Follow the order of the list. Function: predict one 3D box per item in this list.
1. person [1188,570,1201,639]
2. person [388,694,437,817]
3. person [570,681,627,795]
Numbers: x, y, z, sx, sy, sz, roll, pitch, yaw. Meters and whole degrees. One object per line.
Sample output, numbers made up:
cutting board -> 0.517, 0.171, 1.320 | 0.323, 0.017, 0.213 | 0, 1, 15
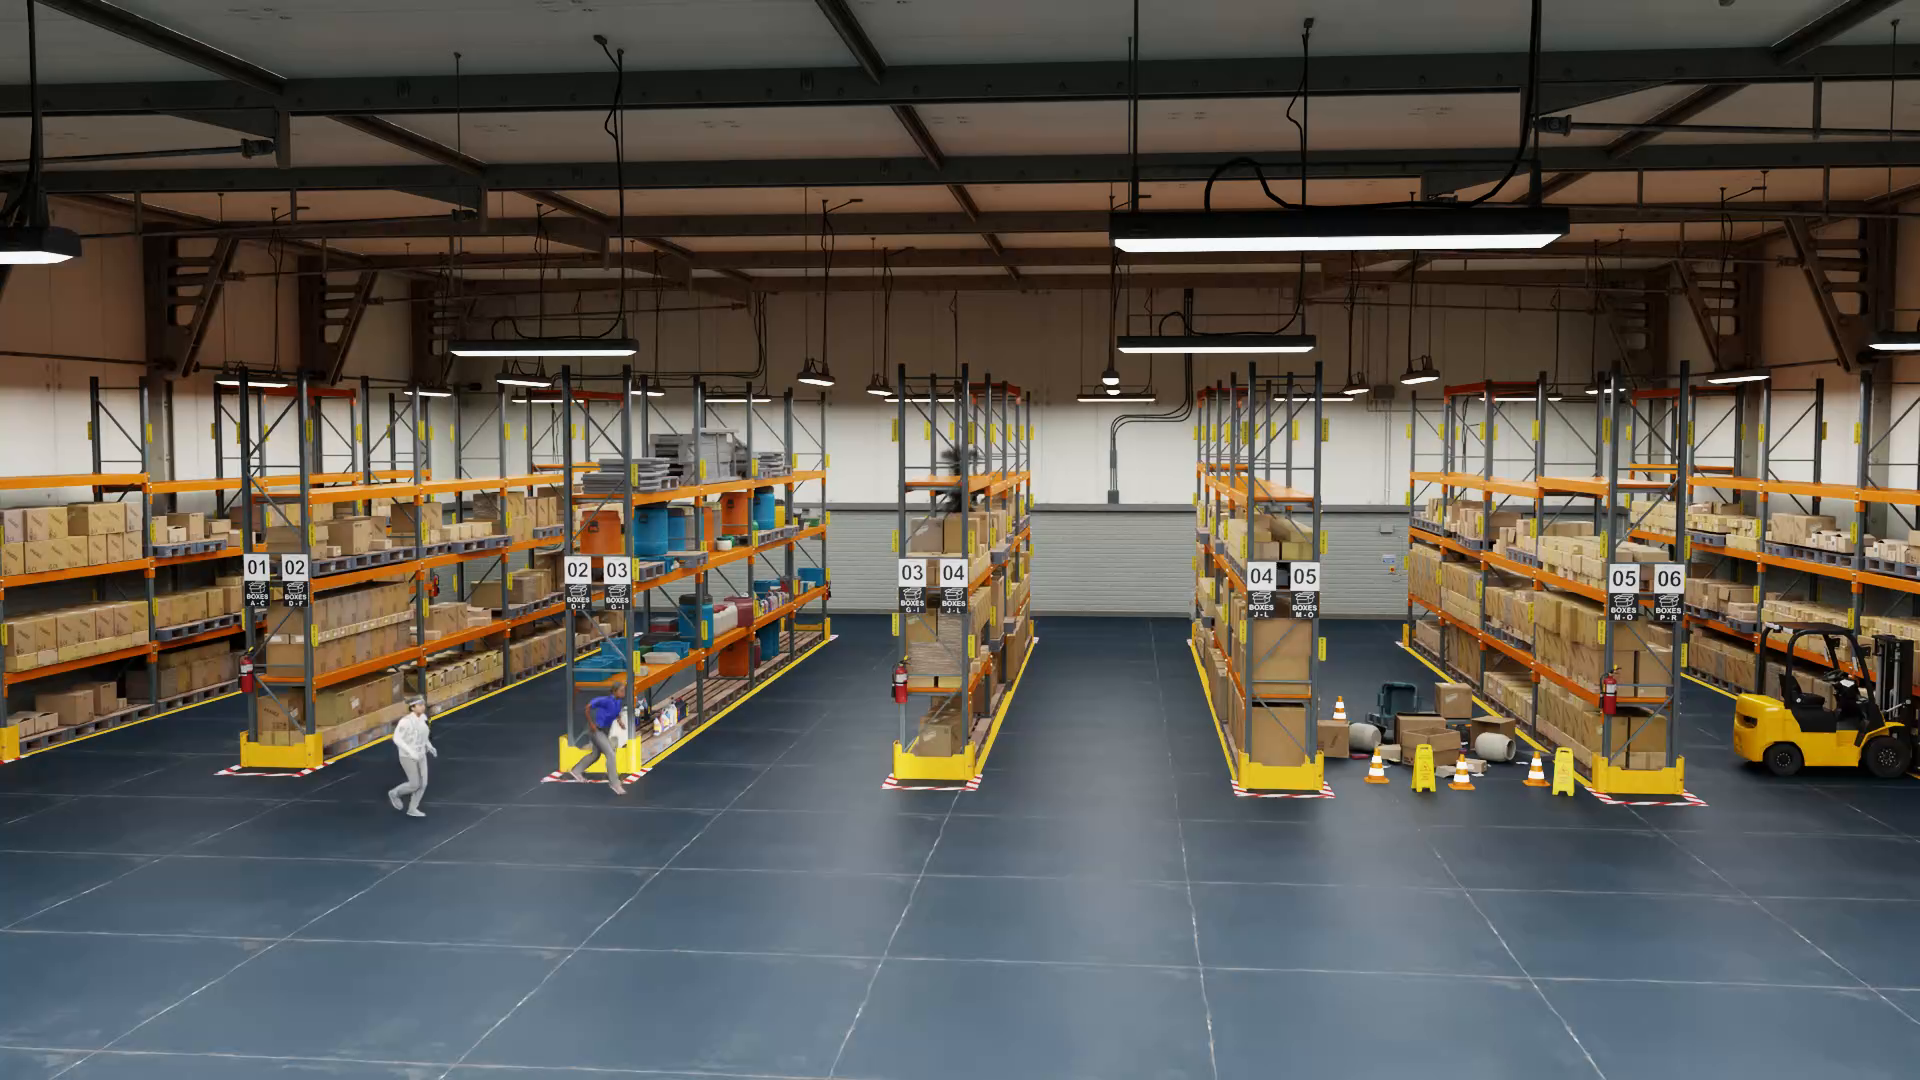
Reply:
person -> 5.919, 1.574, 40.603 | 0.614, 1.674, 0.575 | -1, 4, -11
person -> -7.197, 2.803, 21.723 | 0.589, 1.629, 0.615 | 2, 4, 26
person -> -5.070, 2.753, 23.200 | 0.954, 1.619, 0.620 | 2, 4, 26
